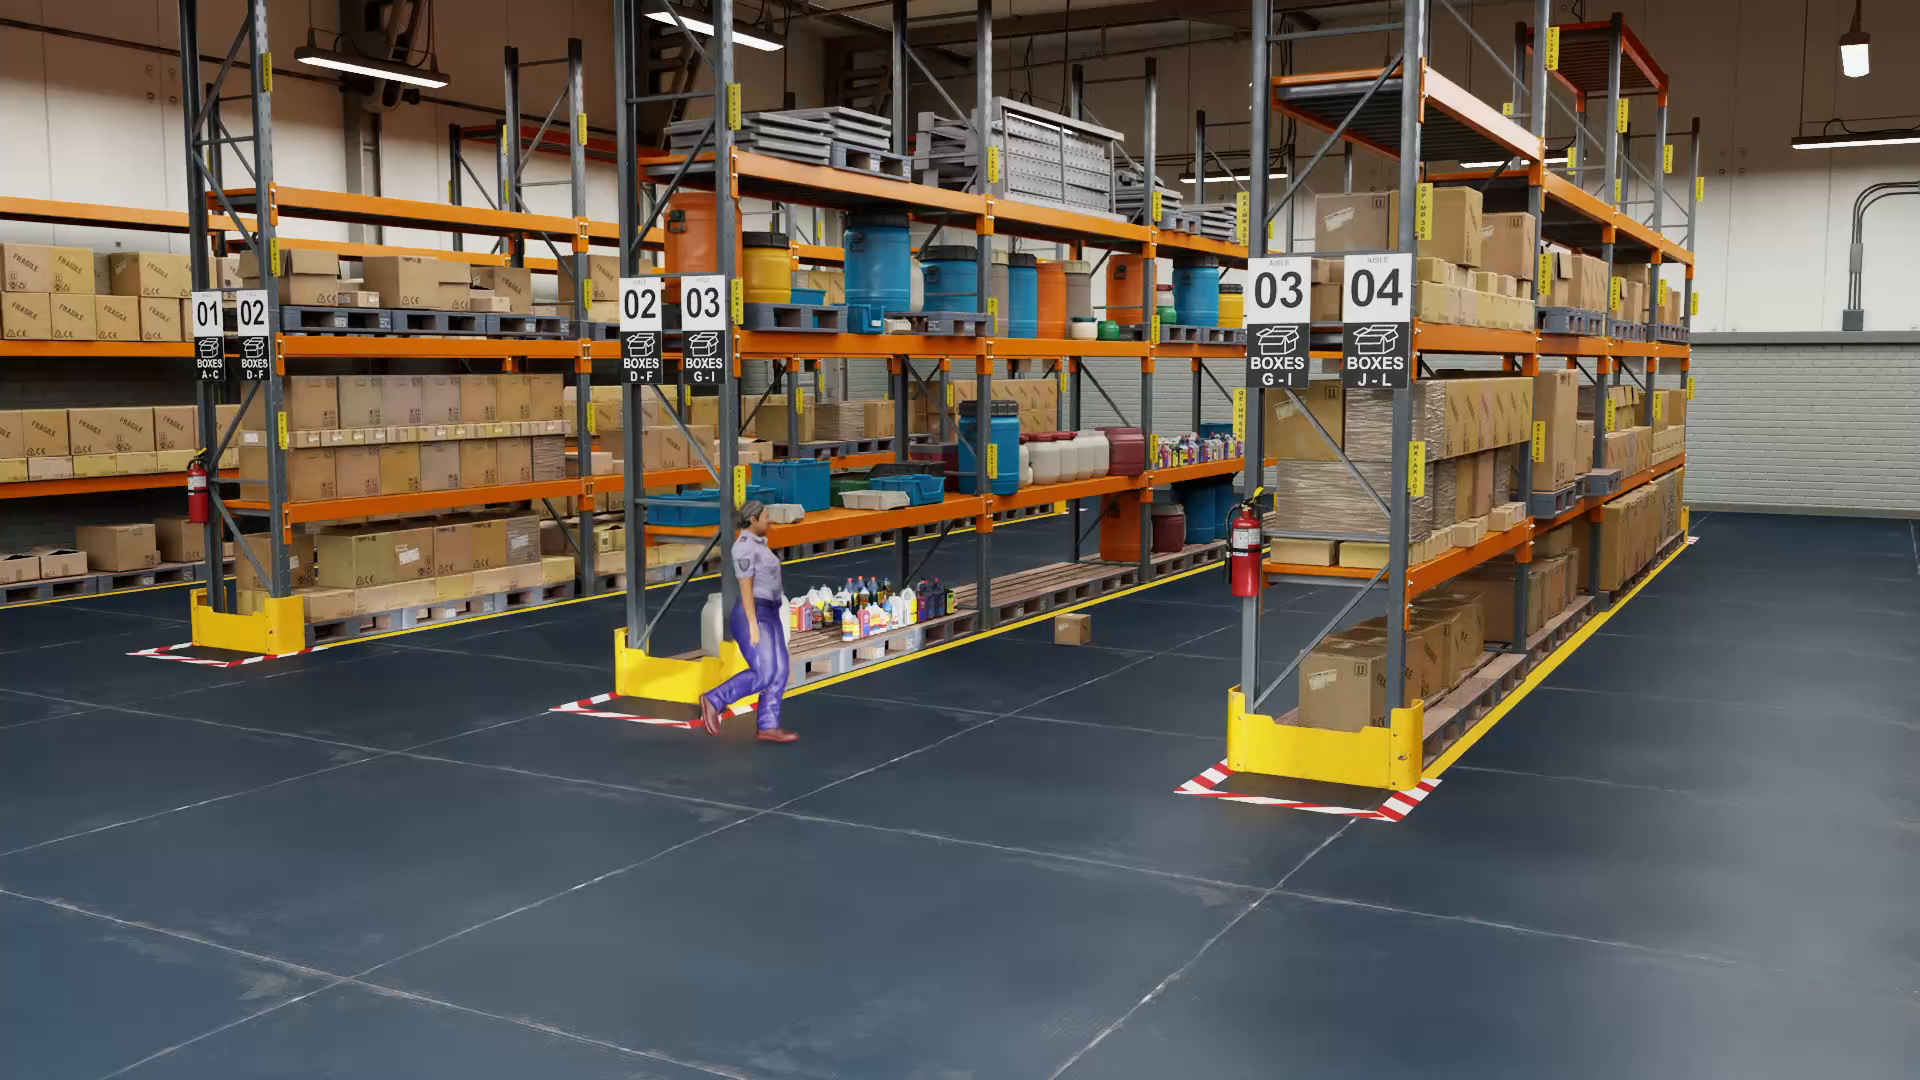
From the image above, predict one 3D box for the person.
[{"bbox_3d":[-1.400,0.548,11.204,0.637,1.607,0.509,1,6,9],"label":"person"}]
